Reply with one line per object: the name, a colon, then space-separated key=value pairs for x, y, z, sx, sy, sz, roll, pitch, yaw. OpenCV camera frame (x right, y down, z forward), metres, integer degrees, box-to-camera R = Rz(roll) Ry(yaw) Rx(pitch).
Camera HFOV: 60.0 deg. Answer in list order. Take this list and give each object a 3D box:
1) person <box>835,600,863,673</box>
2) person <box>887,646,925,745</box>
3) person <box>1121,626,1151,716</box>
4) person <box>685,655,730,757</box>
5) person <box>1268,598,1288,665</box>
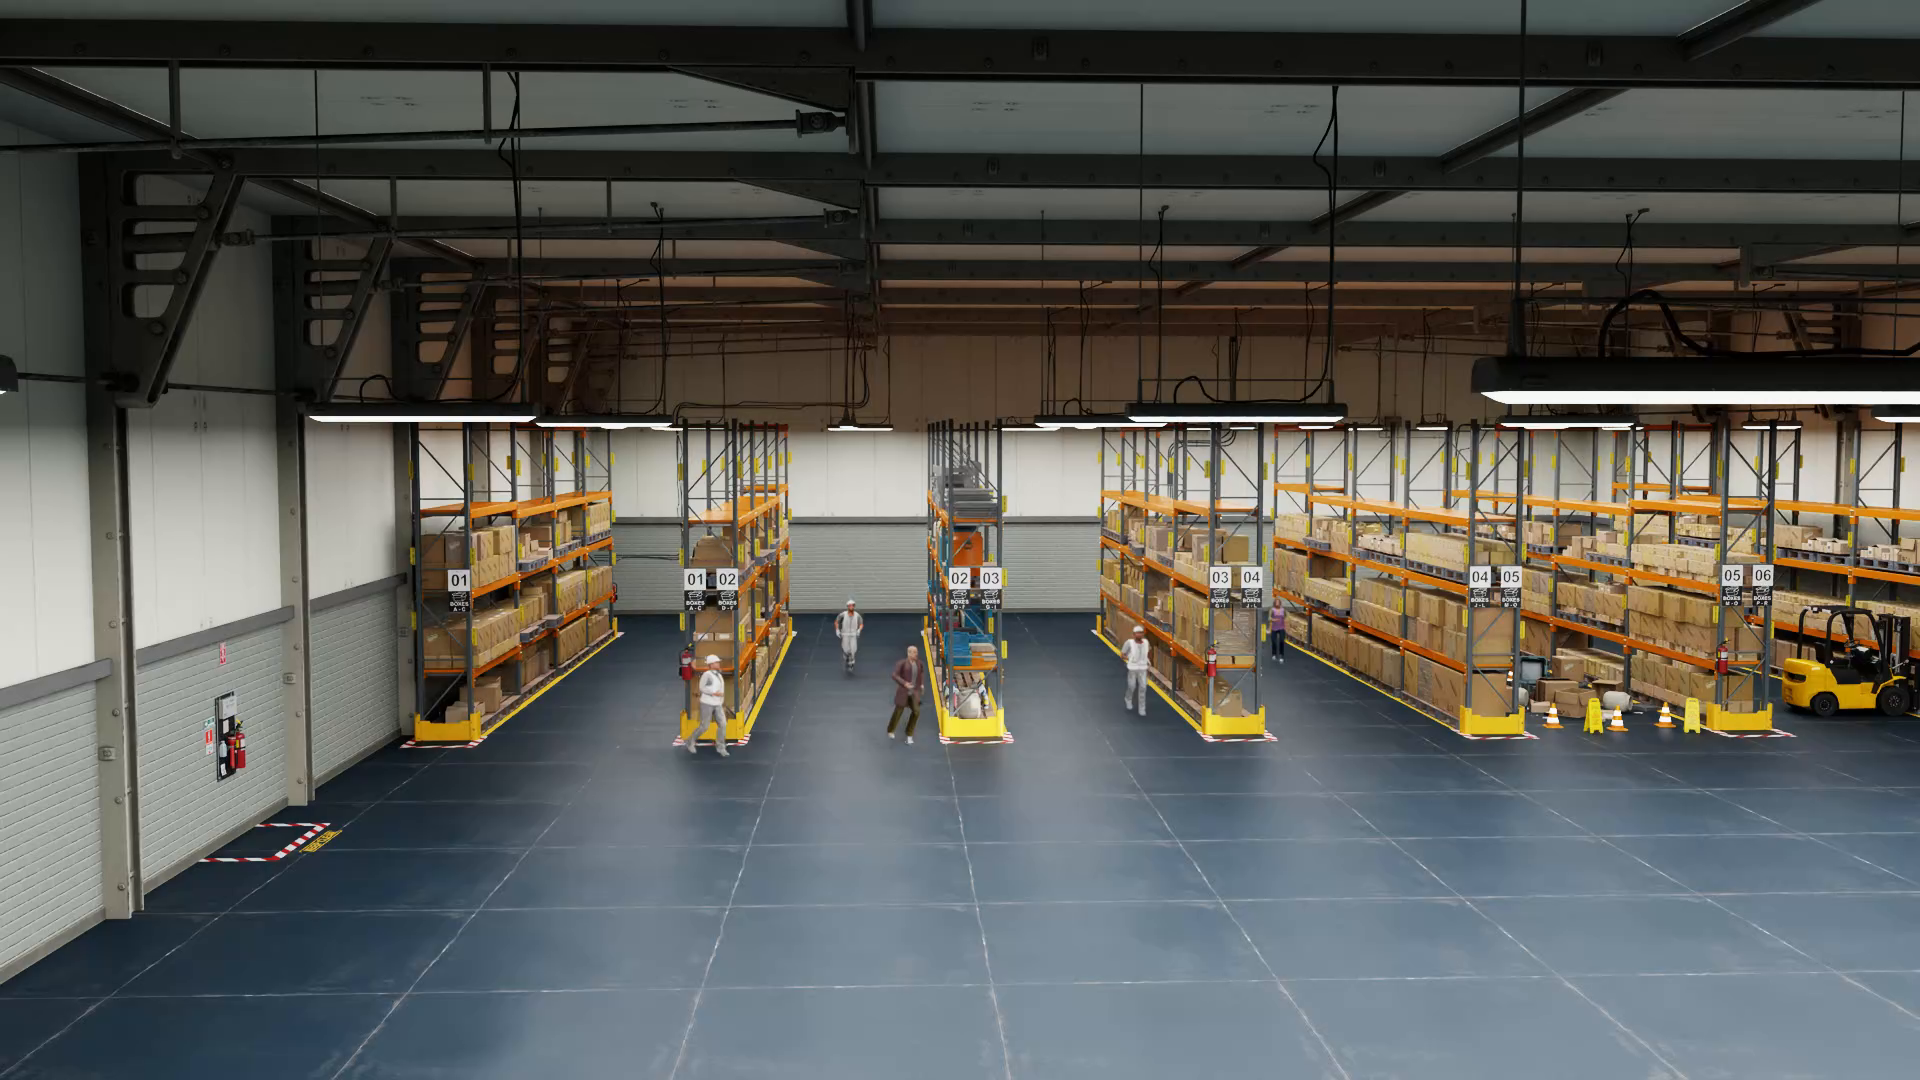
person: x=-2.620 y=2.312 z=39.595 sx=0.672 sy=1.742 sz=0.560 roll=-1 pitch=4 yaw=-11
person: x=-0.950 y=2.874 z=30.909 sx=0.768 sy=1.821 sz=0.737 roll=-2 pitch=4 yaw=-30
person: x=3.611 y=2.635 z=33.862 sx=0.686 sy=1.778 sz=0.901 roll=-1 pitch=4 yaw=-10
person: x=-4.420 y=2.935 z=29.623 sx=0.888 sy=1.784 sz=0.691 roll=2 pitch=4 yaw=26
person: x=7.922 y=2.270 z=41.430 sx=0.508 sy=1.645 sz=0.711 roll=0 pitch=4 yaw=5
